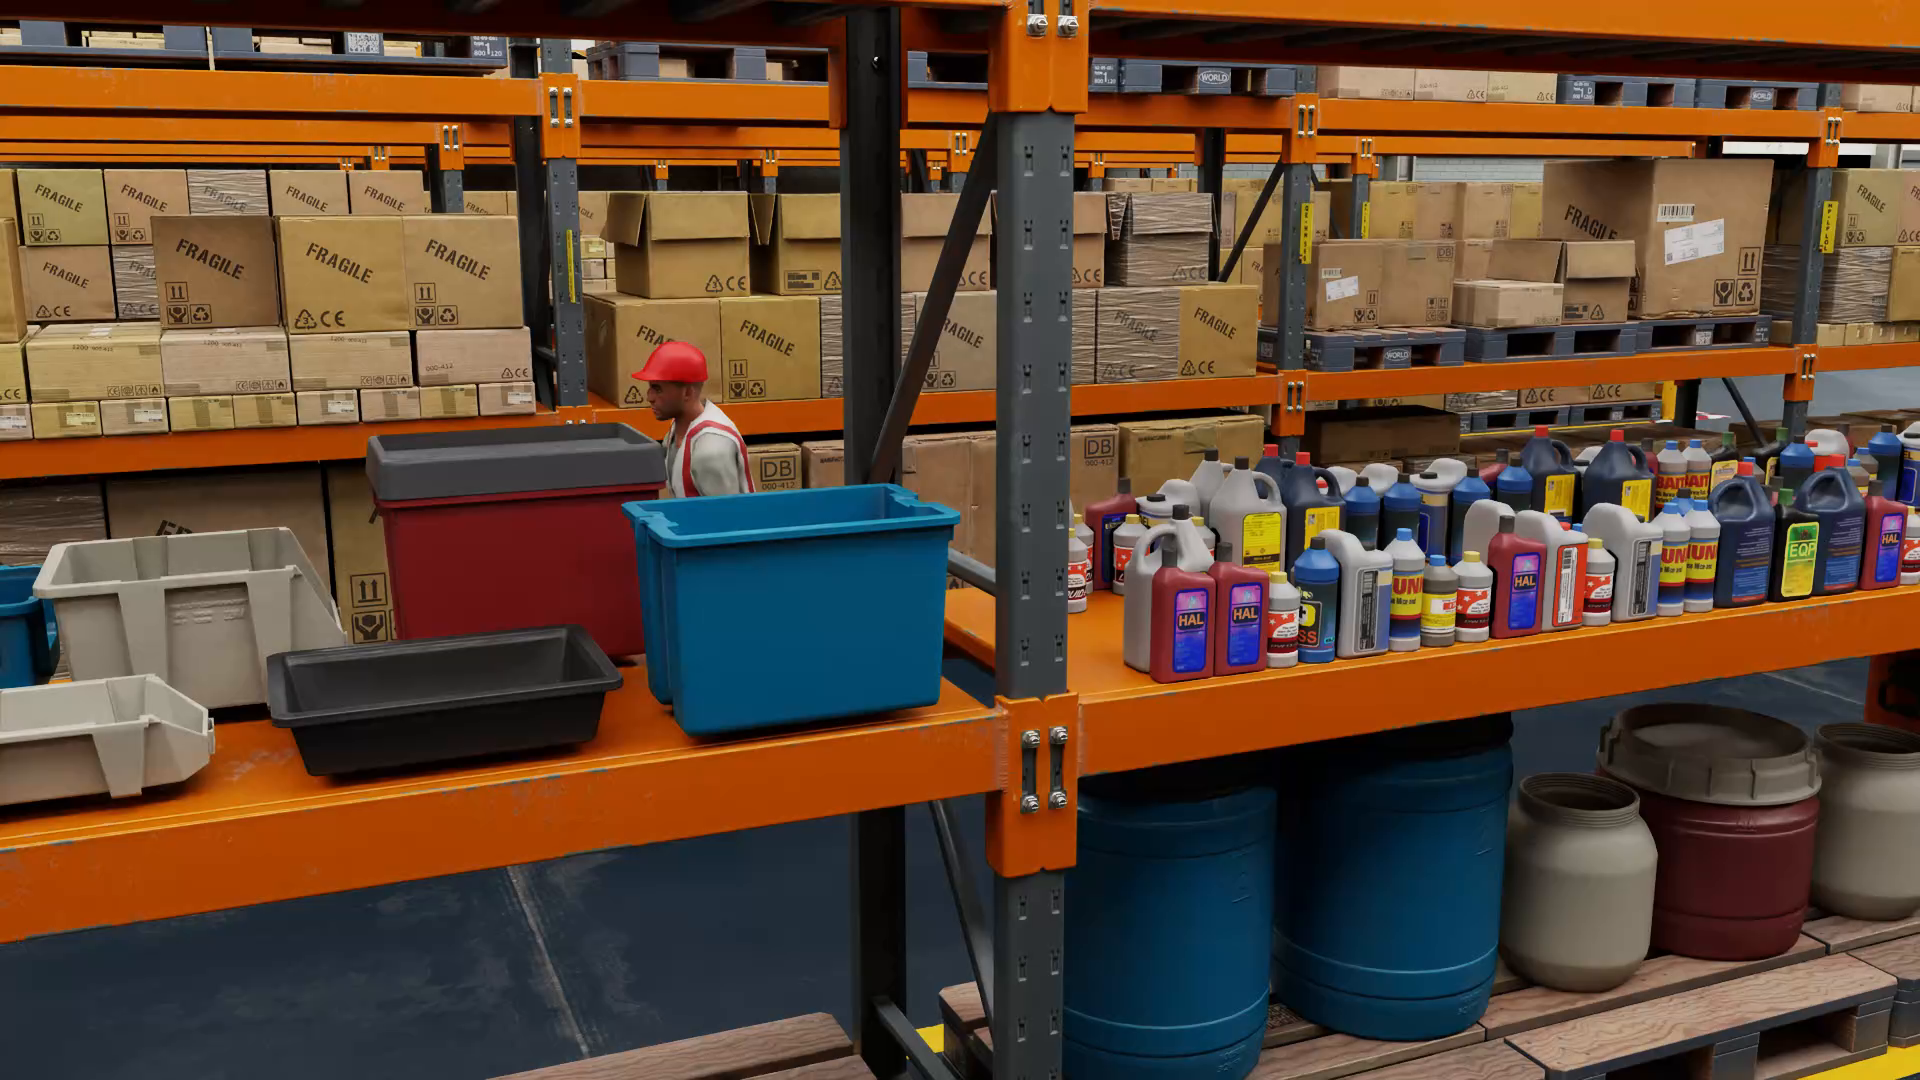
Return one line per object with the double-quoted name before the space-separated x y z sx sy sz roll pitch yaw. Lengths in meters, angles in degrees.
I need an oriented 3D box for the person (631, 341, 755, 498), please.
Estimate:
"person" -0.984 0.143 6.240 0.450 1.780 0.607 -5 13 -23
